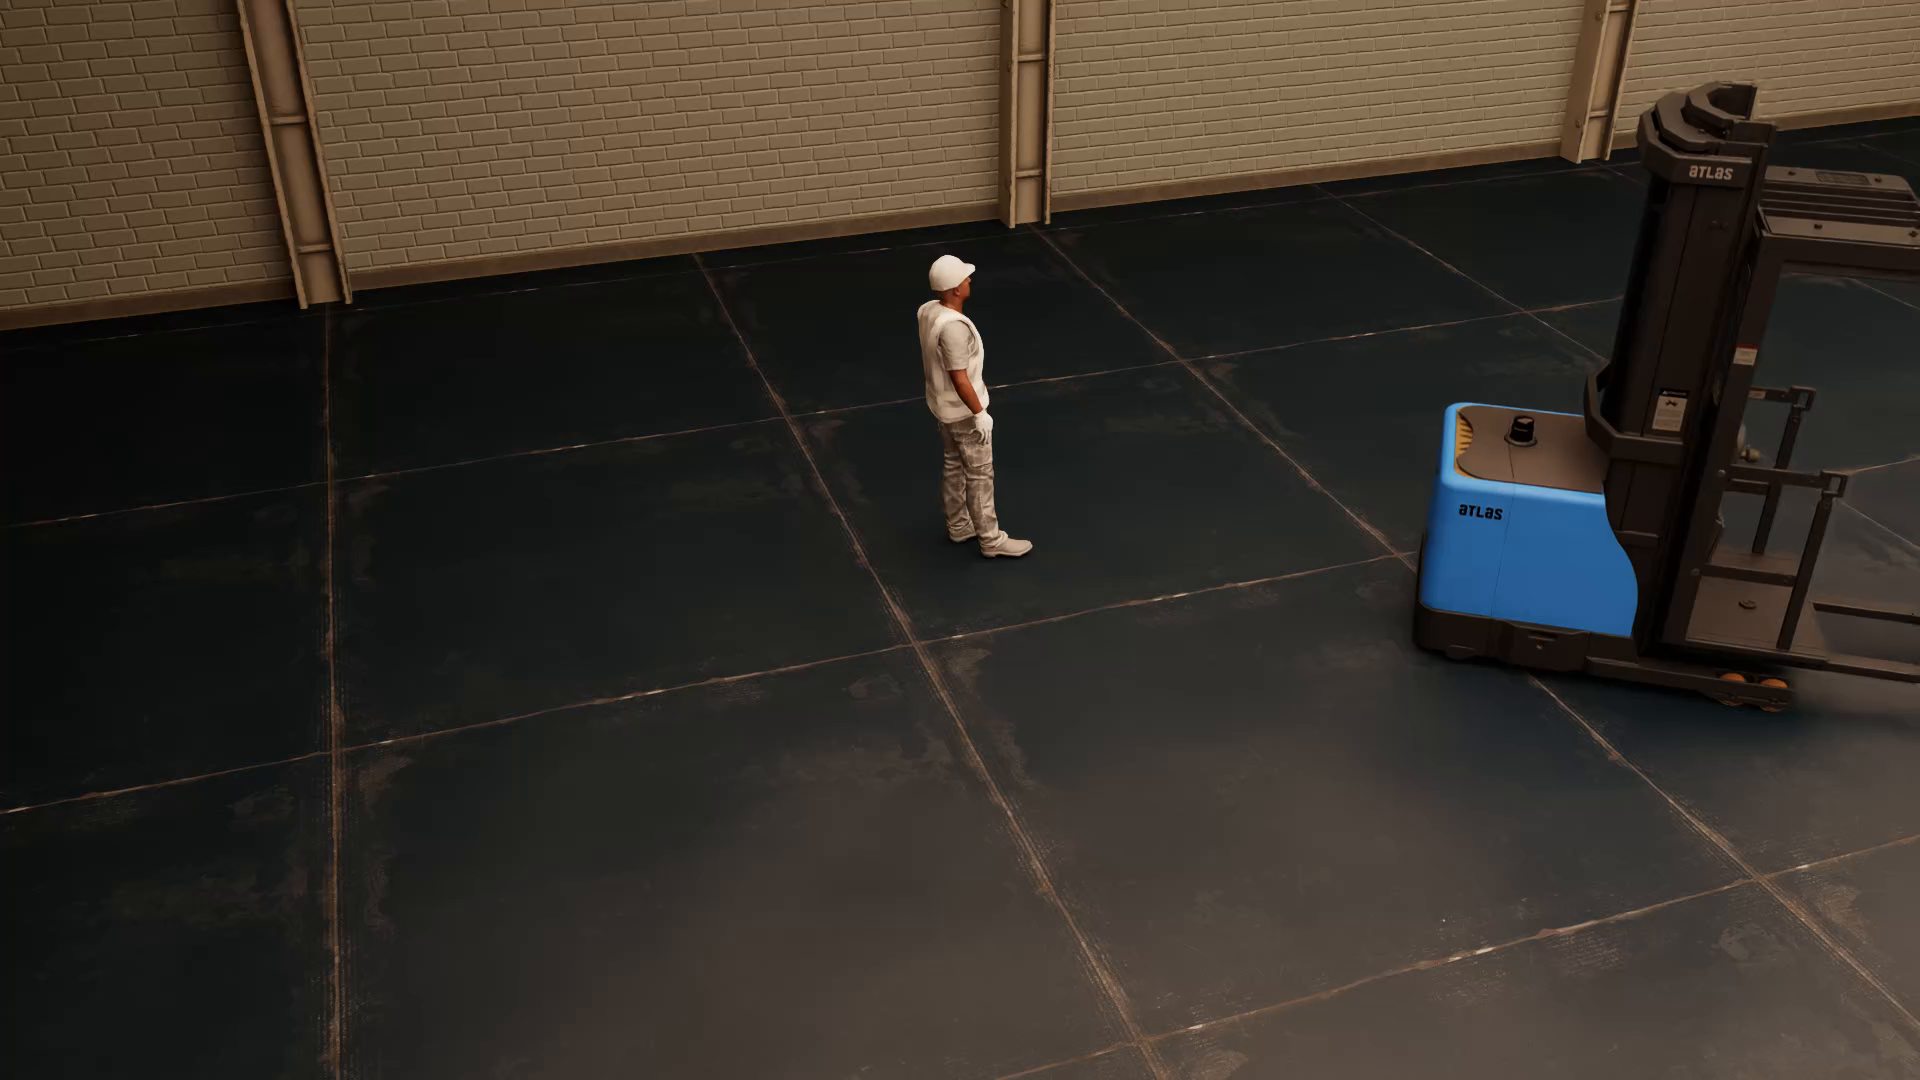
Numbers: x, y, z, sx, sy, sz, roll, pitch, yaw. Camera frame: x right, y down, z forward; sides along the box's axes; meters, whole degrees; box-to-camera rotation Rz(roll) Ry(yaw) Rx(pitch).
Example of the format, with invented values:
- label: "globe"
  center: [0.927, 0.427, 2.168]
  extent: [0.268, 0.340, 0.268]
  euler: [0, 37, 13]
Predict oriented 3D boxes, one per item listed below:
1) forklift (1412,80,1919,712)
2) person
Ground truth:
- label: "forklift"
  center: [4.015, -0.687, 8.280]
  extent: [3.031, 2.935, 1.130]
  euler: [8, 31, 14]
- label: "person"
  center: [0.071, -0.787, 9.591]
  extent: [0.575, 1.785, 0.657]
  euler: [-10, 31, -16]
